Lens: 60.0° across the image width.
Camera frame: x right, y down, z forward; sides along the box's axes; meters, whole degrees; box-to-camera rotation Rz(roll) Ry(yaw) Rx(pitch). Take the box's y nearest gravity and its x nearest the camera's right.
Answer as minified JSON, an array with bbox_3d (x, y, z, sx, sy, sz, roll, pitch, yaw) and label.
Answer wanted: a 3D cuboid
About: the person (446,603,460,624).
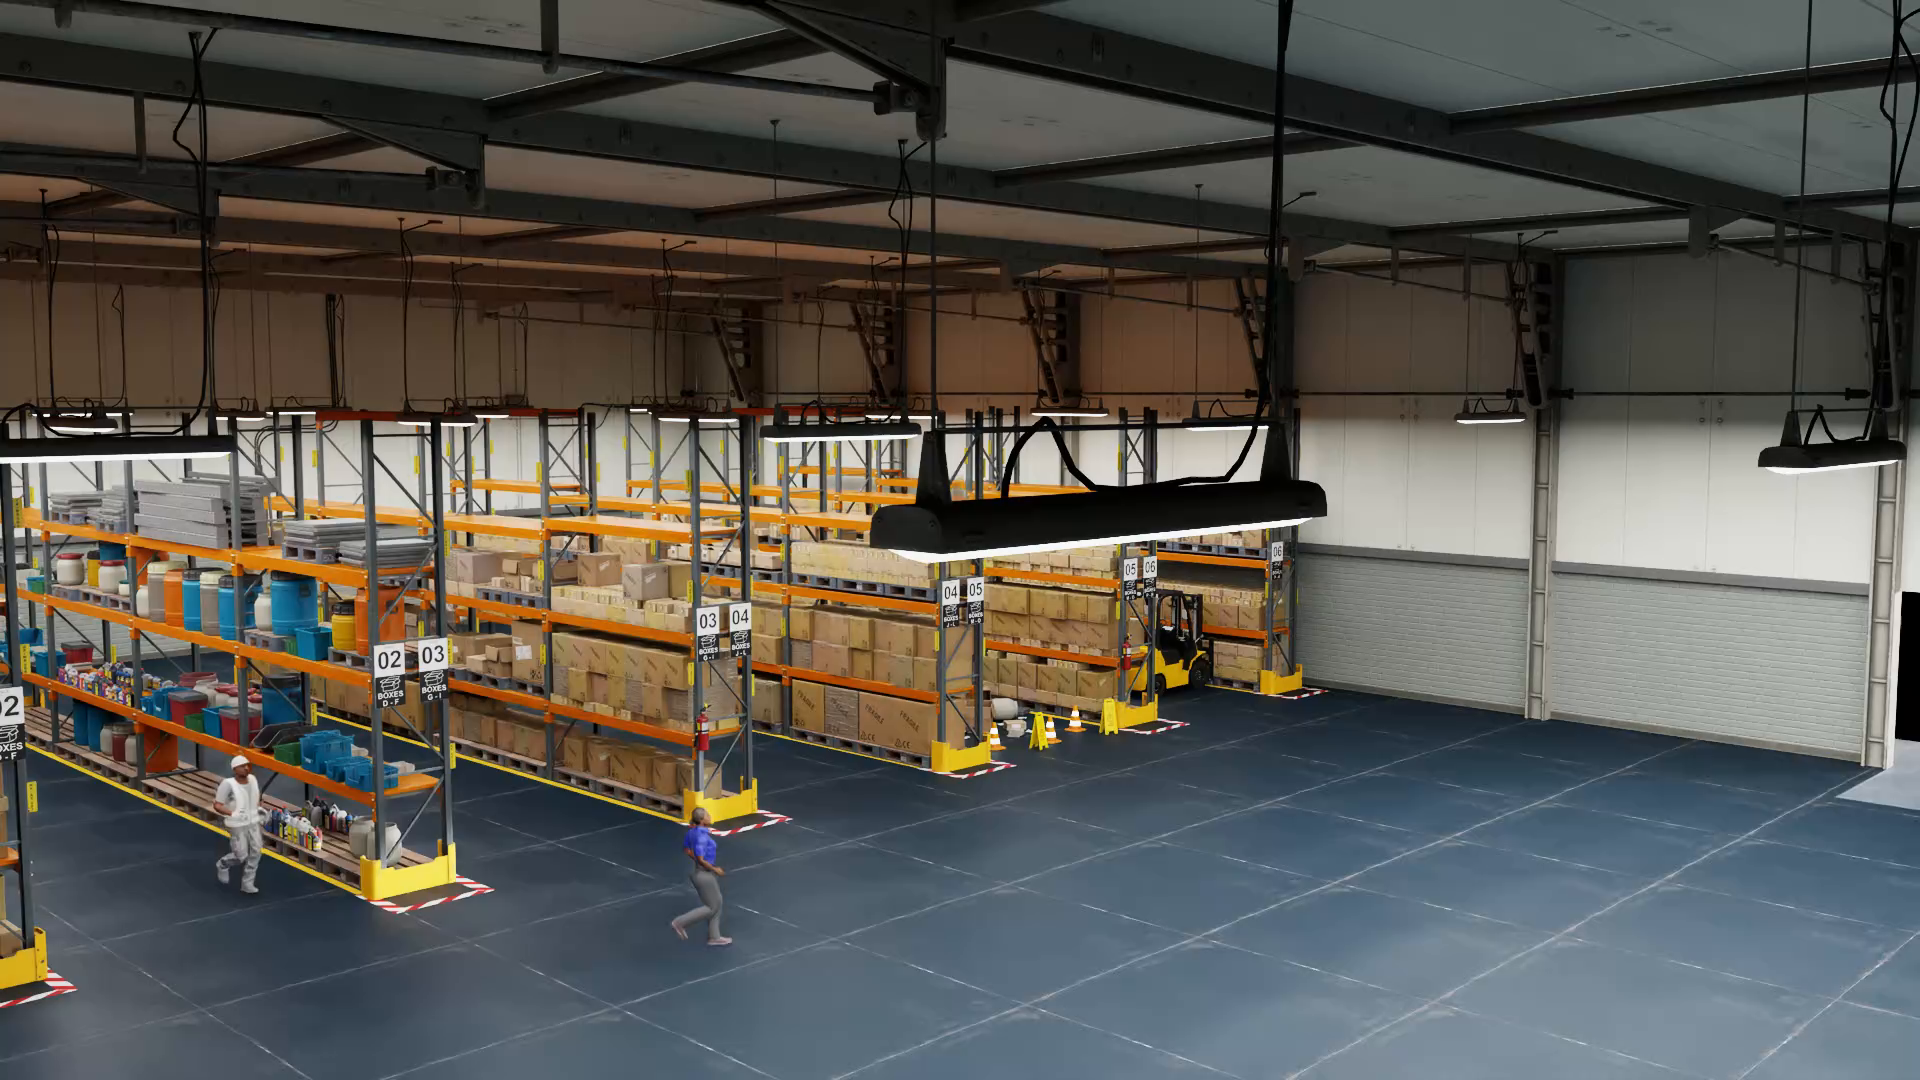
[{"bbox_3d":[-12.298,1.962,40.300,0.856,1.633,0.641,-5,7,-44],"label":"person"}]

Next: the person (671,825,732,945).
[{"bbox_3d":[-2.961,3.943,18.949,0.727,1.414,0.554,-2,6,-23],"label":"person"}]

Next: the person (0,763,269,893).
[{"bbox_3d":[-9.883,3.619,19.674,0.693,1.940,3.894,3,6,28],"label":"person"}]
